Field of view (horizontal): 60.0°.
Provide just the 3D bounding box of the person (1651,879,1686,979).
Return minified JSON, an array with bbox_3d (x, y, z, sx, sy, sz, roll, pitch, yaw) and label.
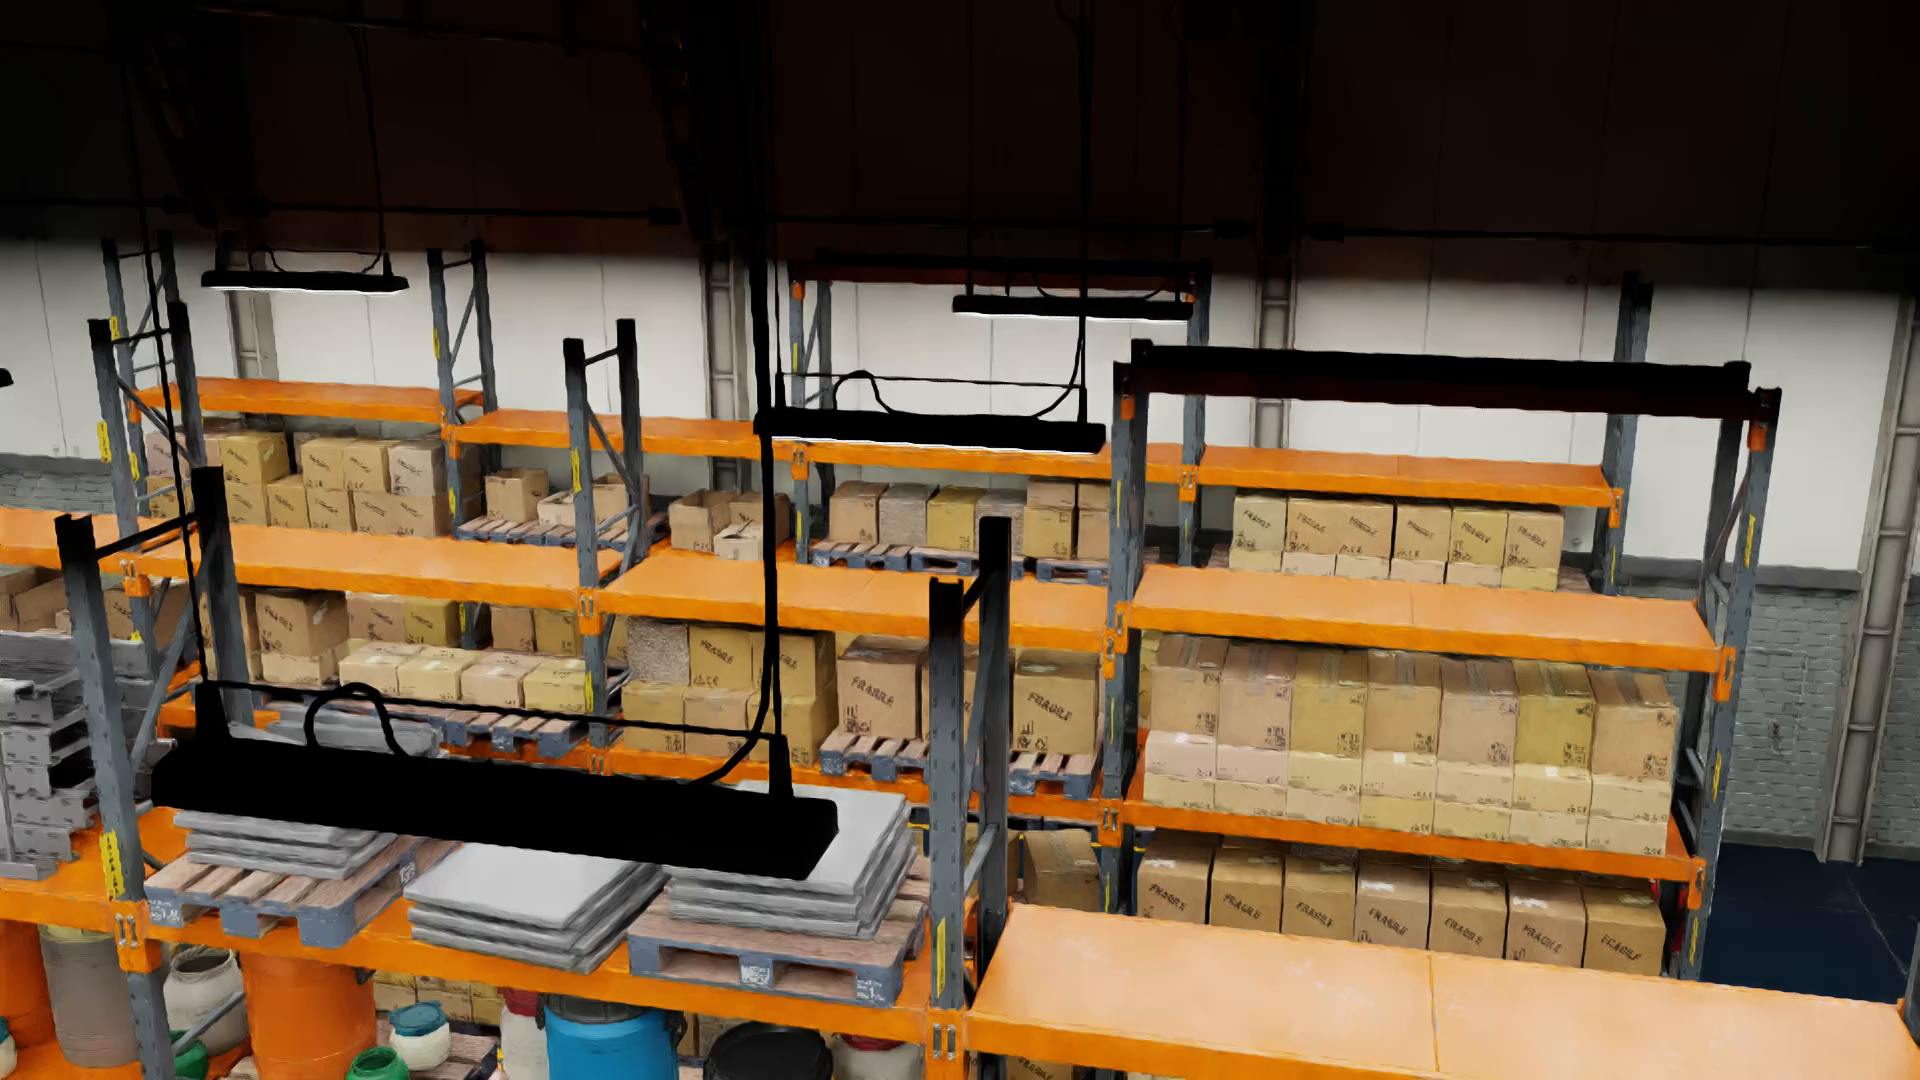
[{"bbox_3d":[5.693,3.409,13.610,0.628,1.724,0.483,4,17,14],"label":"person"}]
